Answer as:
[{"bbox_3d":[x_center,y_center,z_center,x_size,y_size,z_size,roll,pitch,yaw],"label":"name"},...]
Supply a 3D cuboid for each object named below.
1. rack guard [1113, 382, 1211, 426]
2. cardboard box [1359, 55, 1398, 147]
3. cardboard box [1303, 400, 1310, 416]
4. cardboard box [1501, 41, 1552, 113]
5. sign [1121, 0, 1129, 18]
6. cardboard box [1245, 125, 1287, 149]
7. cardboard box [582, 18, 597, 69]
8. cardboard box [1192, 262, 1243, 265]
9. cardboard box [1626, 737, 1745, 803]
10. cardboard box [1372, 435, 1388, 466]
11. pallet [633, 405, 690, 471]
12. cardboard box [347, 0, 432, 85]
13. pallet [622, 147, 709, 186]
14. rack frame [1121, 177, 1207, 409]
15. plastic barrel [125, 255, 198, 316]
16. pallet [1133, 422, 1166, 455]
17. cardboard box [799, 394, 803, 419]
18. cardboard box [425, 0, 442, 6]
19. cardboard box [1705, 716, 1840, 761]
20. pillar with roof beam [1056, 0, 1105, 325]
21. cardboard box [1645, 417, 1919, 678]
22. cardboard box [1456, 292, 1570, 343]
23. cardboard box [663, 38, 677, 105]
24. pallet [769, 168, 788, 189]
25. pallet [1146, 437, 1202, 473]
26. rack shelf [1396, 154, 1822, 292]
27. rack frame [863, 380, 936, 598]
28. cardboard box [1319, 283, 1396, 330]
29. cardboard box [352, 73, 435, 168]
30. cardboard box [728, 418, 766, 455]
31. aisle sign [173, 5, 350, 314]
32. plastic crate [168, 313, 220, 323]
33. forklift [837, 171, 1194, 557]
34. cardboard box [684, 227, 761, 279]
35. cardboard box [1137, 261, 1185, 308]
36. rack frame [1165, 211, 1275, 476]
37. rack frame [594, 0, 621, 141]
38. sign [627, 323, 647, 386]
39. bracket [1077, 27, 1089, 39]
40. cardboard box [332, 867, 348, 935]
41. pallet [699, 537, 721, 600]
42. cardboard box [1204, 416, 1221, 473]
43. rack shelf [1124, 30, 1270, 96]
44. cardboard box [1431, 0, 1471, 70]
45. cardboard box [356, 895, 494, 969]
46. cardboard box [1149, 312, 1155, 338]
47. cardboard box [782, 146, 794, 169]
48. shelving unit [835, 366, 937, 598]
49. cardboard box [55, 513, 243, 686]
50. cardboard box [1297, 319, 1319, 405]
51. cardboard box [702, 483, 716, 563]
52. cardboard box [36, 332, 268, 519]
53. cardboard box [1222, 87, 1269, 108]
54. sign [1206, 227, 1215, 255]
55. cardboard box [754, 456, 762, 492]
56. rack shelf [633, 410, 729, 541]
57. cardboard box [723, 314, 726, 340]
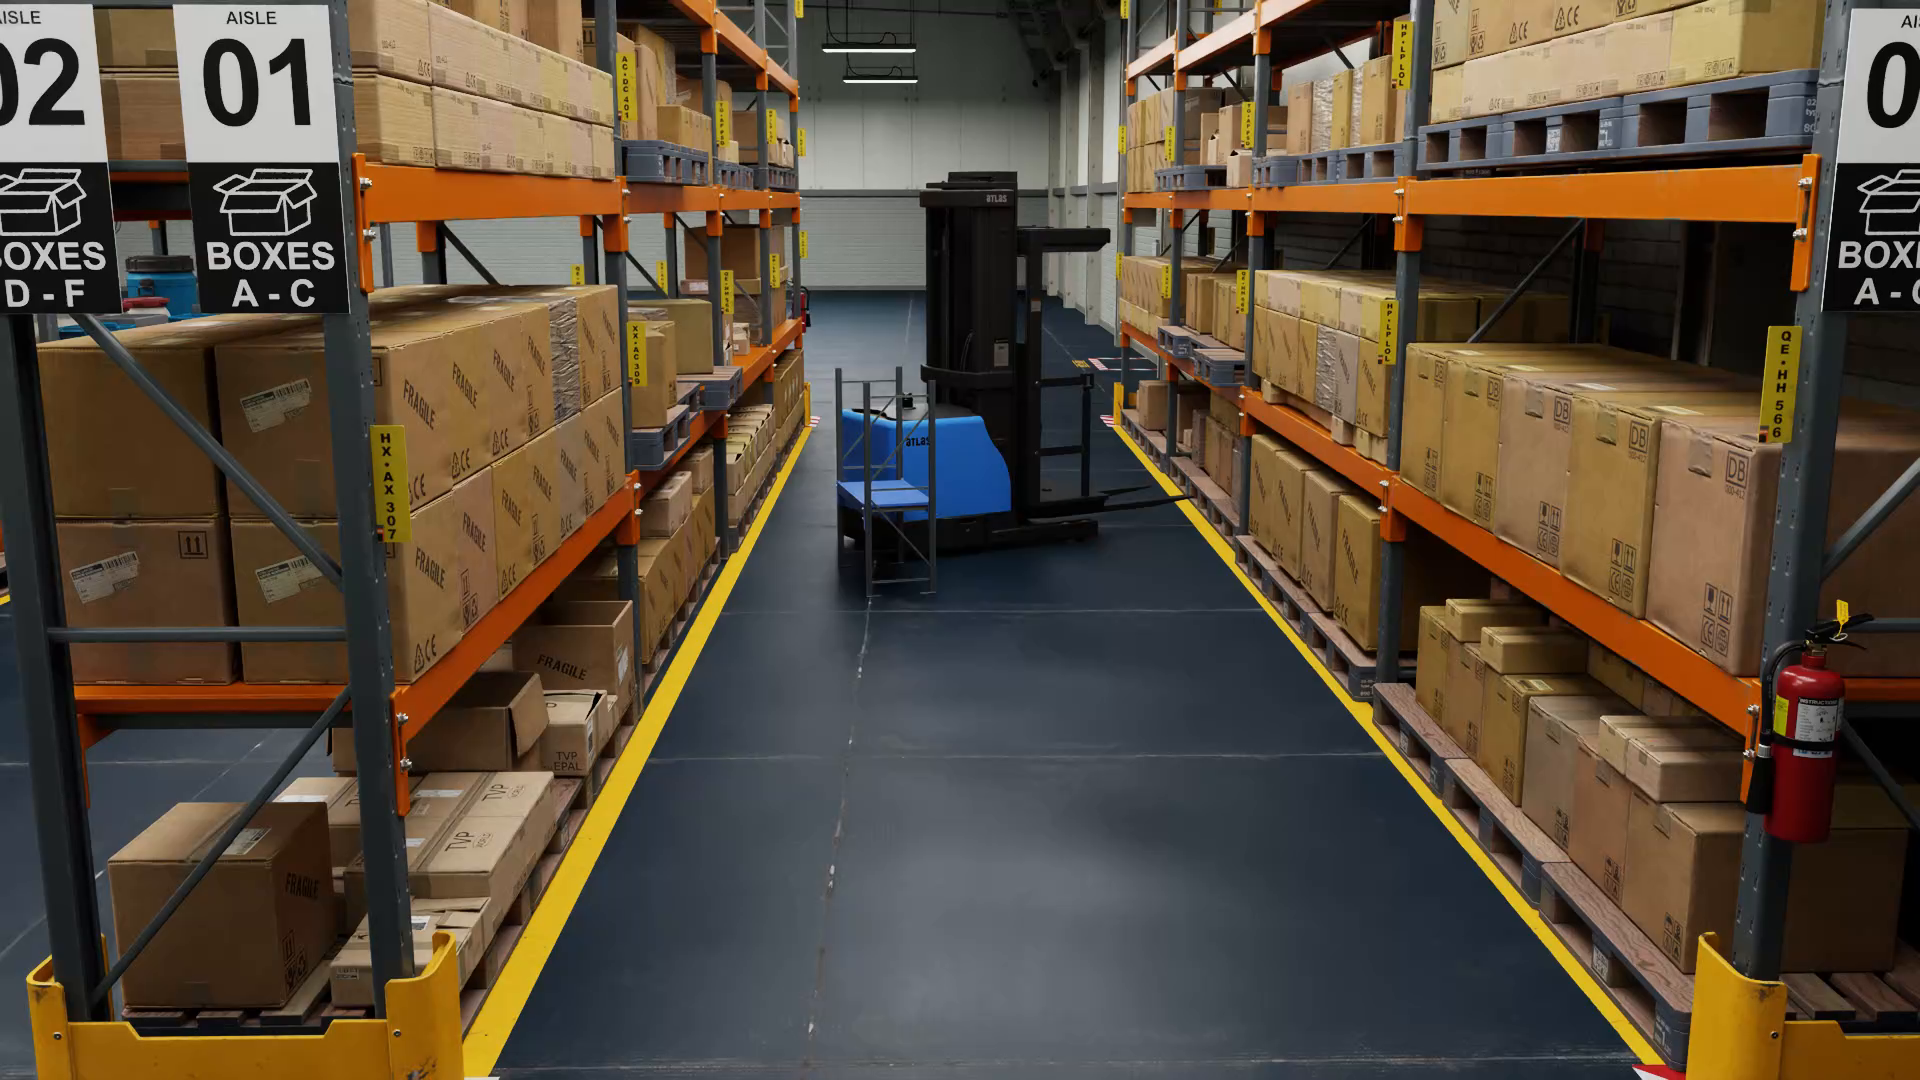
[{"bbox_3d":[2.505,-1.689,20.626,1.175,0.500,0.348,0,11,-1],"label":"rack guard"},{"bbox_3d":[2.767,-2.564,9.751,0.700,0.500,0.500,0,11,-2],"label":"cardboard box"},{"bbox_3d":[2.498,-0.903,11.049,0.380,0.149,0.250,0,11,0],"label":"cardboard box"},{"bbox_3d":[2.516,-1.853,6.675,0.500,0.250,0.500,-1,11,-3],"label":"cardboard box"},{"bbox_3d":[1.961,-6.363,19.744,0.100,0.325,0.005,0,11,-1],"label":"sign"},{"bbox_3d":[2.734,-3.127,13.575,0.797,0.503,0.637,1,12,7],"label":"cardboard box"},{"bbox_3d":[-2.138,-2.397,8.725,0.600,0.600,0.600,-1,12,-7],"label":"cardboard box"},{"bbox_3d":[2.773,-2.734,17.931,0.500,0.500,0.500,0,11,0],"label":"cardboard box"},{"bbox_3d":[2.535,0.789,5.723,0.380,0.149,0.250,0,11,-2],"label":"cardboard box"},{"bbox_3d":[2.461,-0.496,9.043,0.380,0.149,0.250,0,11,-1],"label":"cardboard box"},{"bbox_3d":[-2.109,-0.588,9.395,1.003,0.211,1.213,0,11,-1],"label":"pallet"},{"bbox_3d":[-1.869,-1.472,4.847,0.500,0.250,0.500,0,11,-1],"label":"cardboard box"},{"bbox_3d":[-2.169,-2.237,9.967,1.213,0.211,1.003,0,11,-1],"label":"pallet"},{"bbox_3d":[2.503,-2.929,20.452,1.000,3.000,0.127,0,11,-1],"label":"rack frame"},{"bbox_3d":[-7.614,-2.261,15.898,0.600,0.901,0.708,0,11,-1],"label":"plastic barrel"},{"bbox_3d":[2.509,-1.144,18.666,1.003,0.211,1.213,0,11,-1],"label":"pallet"},{"bbox_3d":[-2.120,-1.561,19.571,0.500,0.250,0.500,0,11,-1],"label":"cardboard box"},{"bbox_3d":[-2.071,-1.938,5.258,0.700,0.500,0.500,0,11,-1],"label":"cardboard box"},{"bbox_3d":[2.911,0.737,5.979,0.380,0.149,0.250,0,11,-1],"label":"cardboard box"},{"bbox_3d":[-1.293,-9.294,36.737,9.100,9.000,0.548,0,11,-1],"label":"pillar with roof beam"},{"bbox_3d":[2.813,0.003,5.245,0.980,0.700,0.700,0,11,1],"label":"cardboard box"},{"bbox_3d":[3.002,-1.208,9.034,0.500,0.250,0.500,0,11,1],"label":"cardboard box"},{"bbox_3d":[-2.281,-3.240,11.674,0.500,0.500,0.500,0,11,-1],"label":"cardboard box"},{"bbox_3d":[-2.432,-3.951,18.167,1.003,0.211,1.213,0,11,-1],"label":"pallet"},{"bbox_3d":[2.537,-0.901,17.467,1.003,0.211,1.213,0,11,-1],"label":"pallet"},{"bbox_3d":[2.793,-1.264,6.508,1.077,0.370,4.000,0,11,-1],"label":"rack shelf"},{"bbox_3d":[-0.414,-0.349,11.506,0.500,1.500,0.032,-3,12,-15],"label":"rack frame"},{"bbox_3d":[2.474,-1.411,10.032,0.500,0.250,0.500,0,11,0],"label":"cardboard box"},{"bbox_3d":[-1.875,-1.227,4.896,0.500,0.250,0.500,0,11,-1],"label":"cardboard box"},{"bbox_3d":[-2.047,-0.964,15.215,0.500,0.311,0.500,0,11,-1],"label":"cardboard box"},{"bbox_3d":[-1.824,-0.989,4.352,0.394,0.787,0.004,0,11,-1],"label":"aisle sign"},{"bbox_3d":[-6.985,-1.867,15.259,0.392,0.384,0.575,0,11,-1],"label":"plastic crate"},{"bbox_3d":[0.540,-1.499,13.574,3.031,2.935,1.130,-7,13,-29],"label":"forklift"},{"bbox_3d":[-2.382,-2.886,16.725,0.700,0.500,0.500,0,11,-1],"label":"cardboard box"},{"bbox_3d":[2.240,-2.833,18.420,0.500,0.500,0.500,0,11,1],"label":"cardboard box"},{"bbox_3d":[2.586,-2.134,16.533,1.000,3.000,0.127,0,11,-1],"label":"rack frame"},{"bbox_3d":[-2.201,-3.463,7.994,1.000,3.000,0.127,0,11,-1],"label":"rack frame"},{"bbox_3d":[-1.659,-0.951,8.523,0.100,0.325,0.005,0,11,-1],"label":"sign"},{"bbox_3d":[2.664,-10.992,36.052,0.235,0.232,0.430,0,11,-1],"label":"bracket"},{"bbox_3d":[-2.295,1.258,5.835,0.380,0.166,0.250,0,11,-1],"label":"cardboard box"},{"bbox_3d":[-2.306,0.198,12.054,1.003,0.211,1.213,0,11,-1],"label":"pallet"},{"bbox_3d":[2.679,-0.876,15.511,0.700,0.500,0.500,0,11,-2],"label":"cardboard box"},{"bbox_3d":[2.545,-5.117,17.968,1.077,0.370,4.000,0,11,-1],"label":"rack shelf"},{"bbox_3d":[2.486,-2.420,7.580,0.500,0.500,0.500,0,11,-2],"label":"cardboard box"},{"bbox_3d":[-1.789,1.311,5.571,0.380,0.166,0.250,0,11,-1],"label":"cardboard box"},{"bbox_3d":[2.271,-2.262,17.492,0.500,0.250,0.500,0,11,-1],"label":"cardboard box"},{"bbox_3d":[-2.162,-4.351,18.886,0.500,0.250,0.500,0,11,-1],"label":"cardboard box"},{"bbox_3d":[-0.545,-0.446,11.987,0.538,1.500,1.048,-3,12,-15],"label":"shelving unit"},{"bbox_3d":[-2.400,0.136,5.094,0.500,0.500,0.500,0,11,1],"label":"cardboard box"},{"bbox_3d":[2.452,-1.139,10.581,0.500,0.500,0.500,0,11,0],"label":"cardboard box"},{"bbox_3d":[-2.030,-0.123,11.803,0.500,0.500,0.500,0,11,1],"label":"cardboard box"},{"bbox_3d":[-2.403,-0.354,4.992,0.500,0.500,0.500,0,11,-2],"label":"cardboard box"},{"bbox_3d":[2.861,-4.251,16.609,0.500,0.500,0.500,0,11,0],"label":"cardboard box"},{"bbox_3d":[3.059,-3.650,20.297,0.100,0.325,0.005,0,11,-1],"label":"sign"},{"bbox_3d":[-2.039,-0.586,14.764,0.500,0.250,0.500,0,11,0],"label":"cardboard box"},{"bbox_3d":[-2.243,-0.567,10.621,1.077,0.370,4.000,0,11,-1],"label":"rack shelf"},{"bbox_3d":[-2.346,-1.805,14.659,0.500,0.500,0.500,0,11,-1],"label":"cardboard box"}]
